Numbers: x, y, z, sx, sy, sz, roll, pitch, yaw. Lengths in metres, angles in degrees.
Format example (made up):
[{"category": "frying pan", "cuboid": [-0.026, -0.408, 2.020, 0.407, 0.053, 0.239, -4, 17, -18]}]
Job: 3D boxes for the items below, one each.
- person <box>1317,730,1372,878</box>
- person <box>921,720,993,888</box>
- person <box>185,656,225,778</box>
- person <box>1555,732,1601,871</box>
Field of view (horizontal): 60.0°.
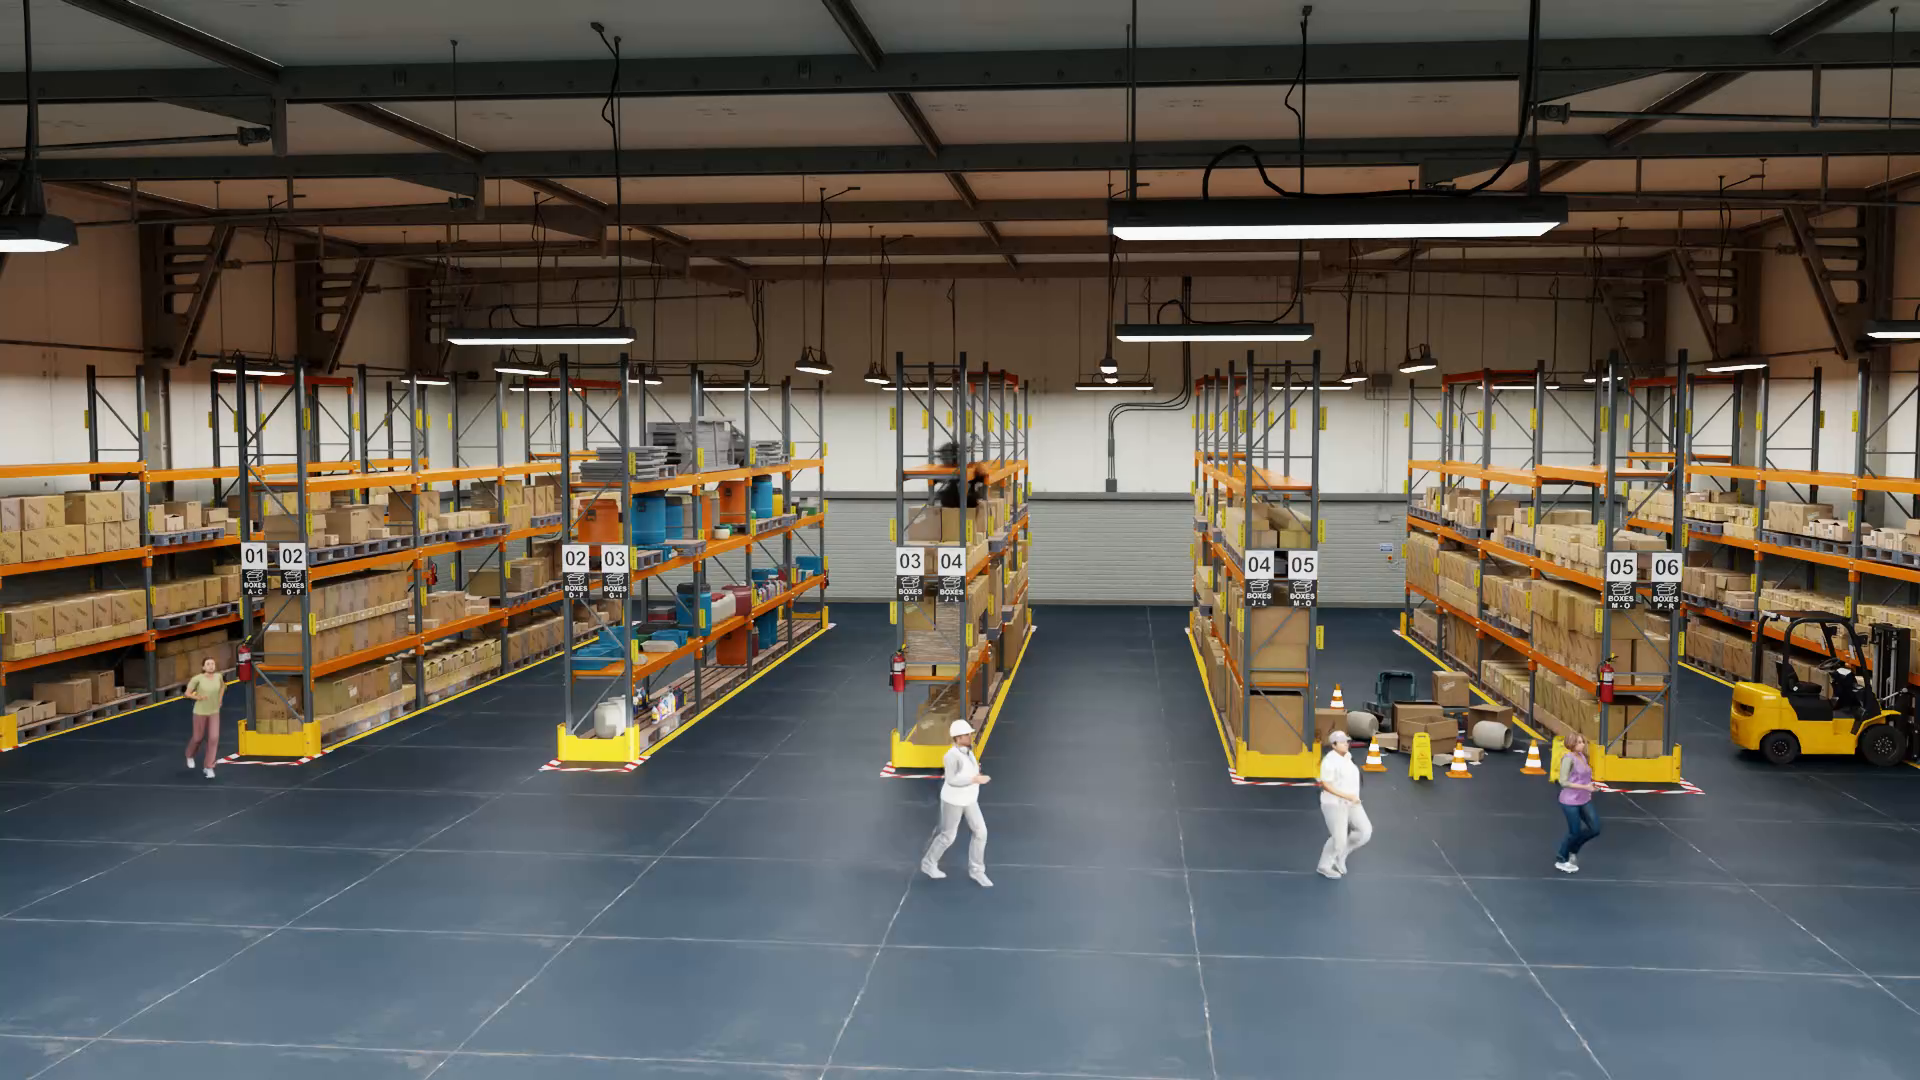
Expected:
[{"category": "person", "cuboid": [4.199, 2.894, 18.230, 0.618, 1.627, 0.570, -4, 6, -44]}, {"category": "person", "cuboid": [-0.015, 2.842, 17.935, 0.845, 1.822, 0.605, 2, 5, 30]}, {"category": "person", "cuboid": [-10.725, 2.488, 23.680, 0.588, 1.683, 0.886, -3, 5, -41]}, {"category": "person", "cuboid": [6.849, 2.911, 18.369, 0.522, 1.545, 0.555, -3, 5, -37]}]
